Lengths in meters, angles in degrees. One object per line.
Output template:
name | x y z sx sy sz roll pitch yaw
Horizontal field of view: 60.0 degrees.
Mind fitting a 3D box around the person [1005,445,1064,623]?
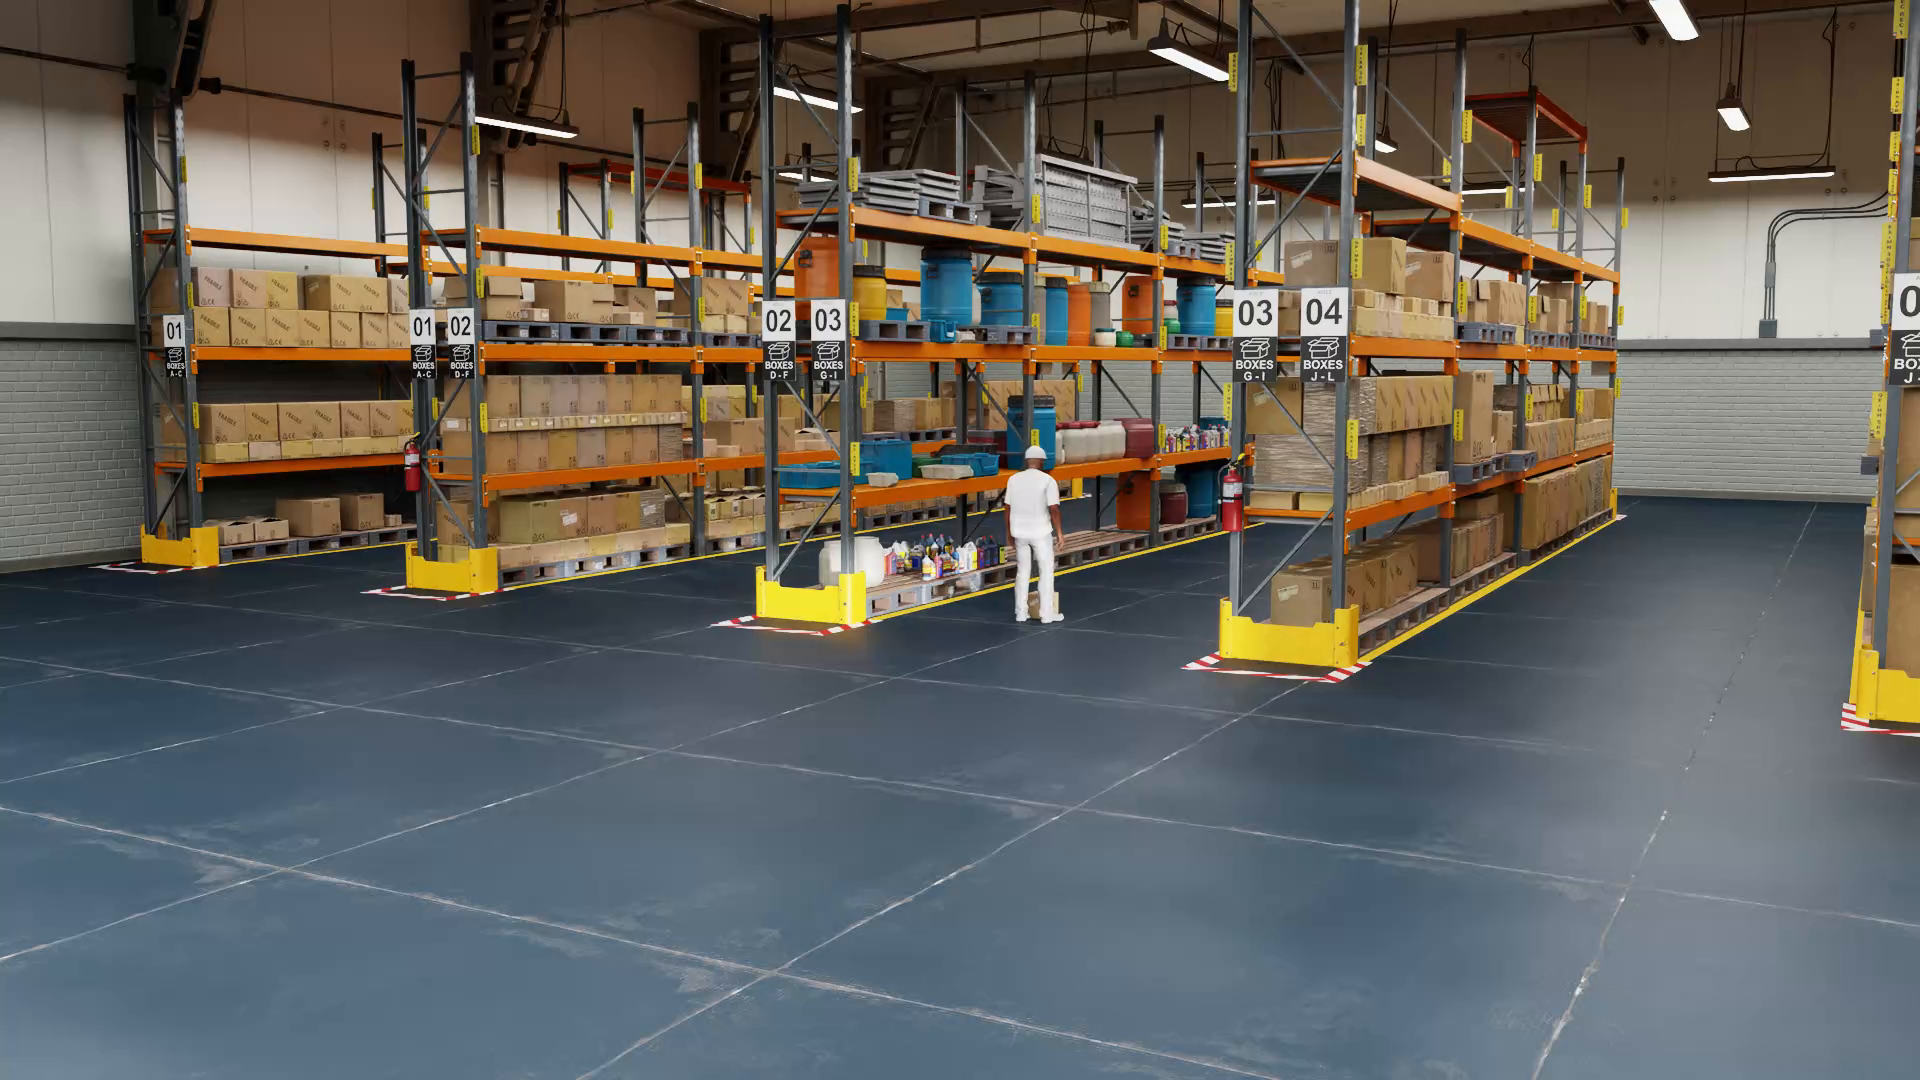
person | 0.747 -0.065 16.680 0.628 1.761 0.457 3 7 29
